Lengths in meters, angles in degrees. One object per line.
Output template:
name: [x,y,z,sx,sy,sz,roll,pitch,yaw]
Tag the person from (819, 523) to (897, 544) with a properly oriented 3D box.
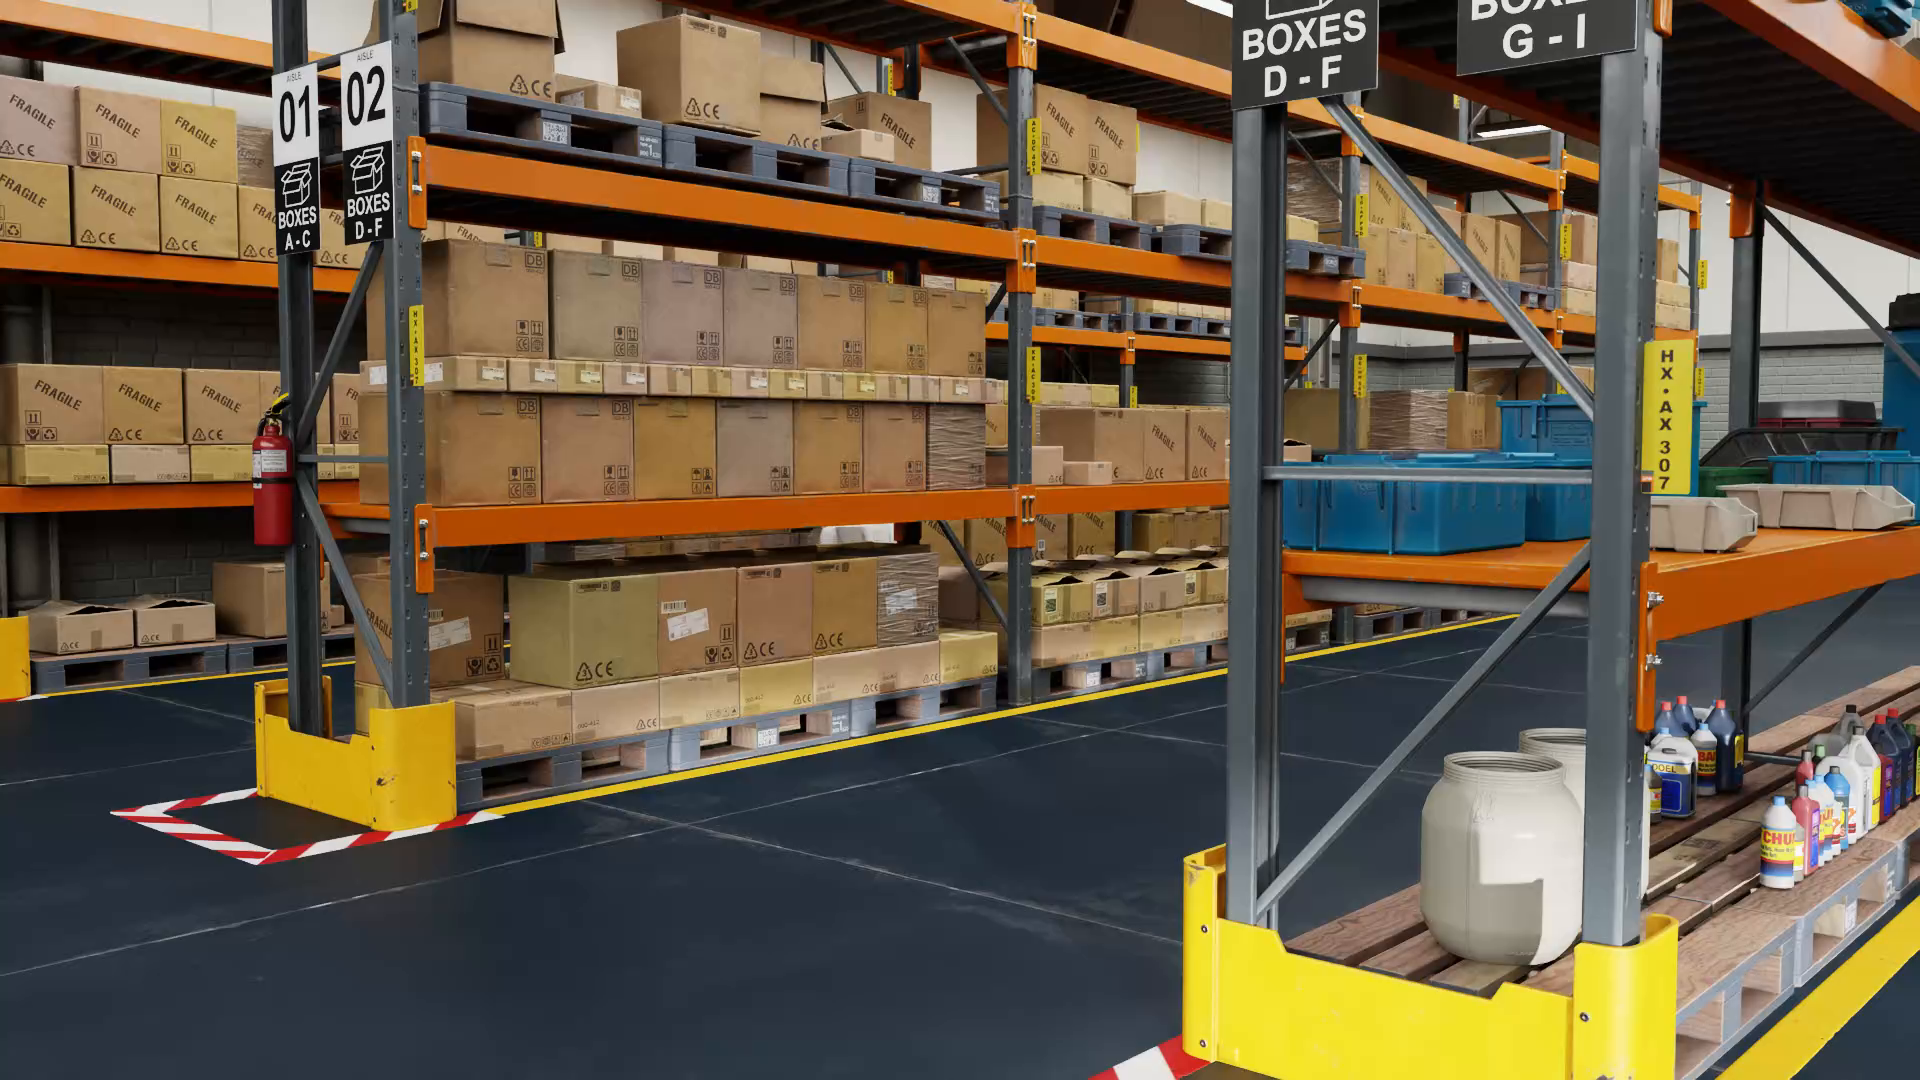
person: [-0.808,0.257,13.185,0.941,1.085,0.588,3,4,38]
